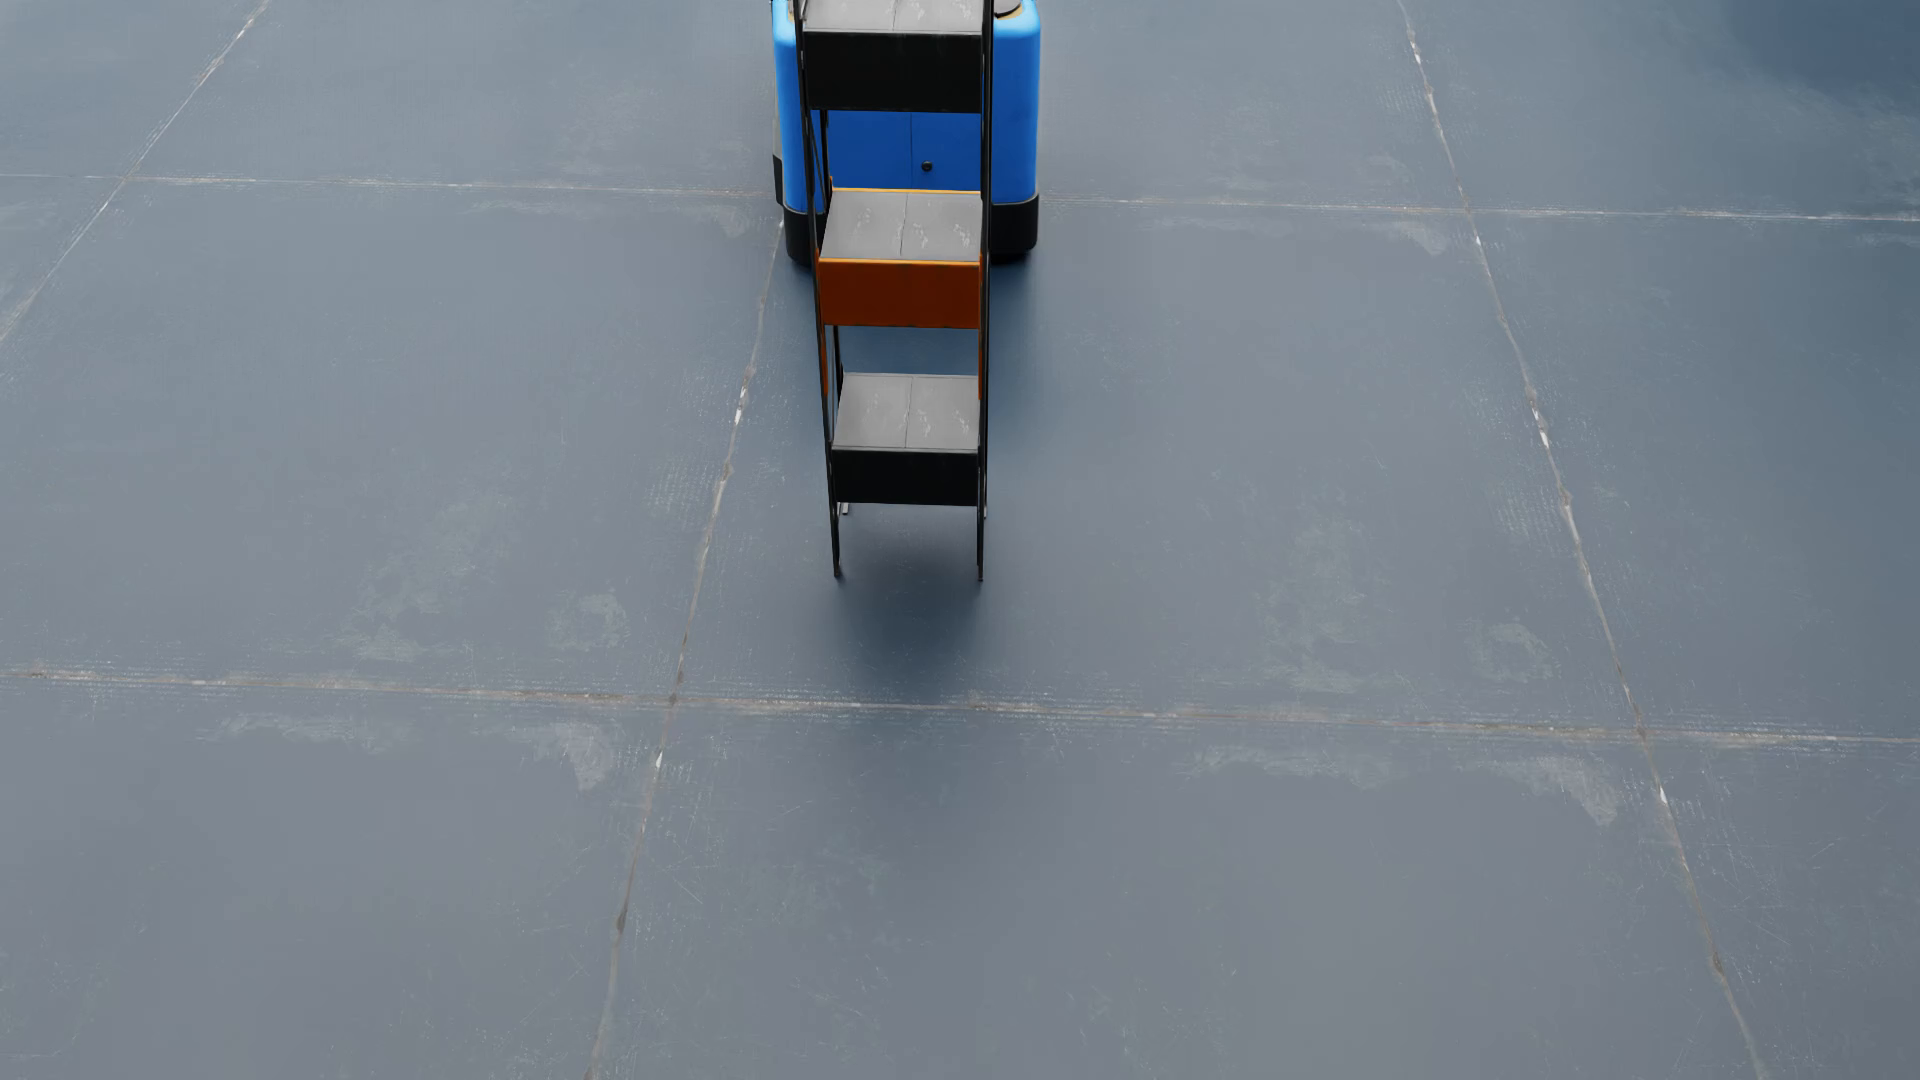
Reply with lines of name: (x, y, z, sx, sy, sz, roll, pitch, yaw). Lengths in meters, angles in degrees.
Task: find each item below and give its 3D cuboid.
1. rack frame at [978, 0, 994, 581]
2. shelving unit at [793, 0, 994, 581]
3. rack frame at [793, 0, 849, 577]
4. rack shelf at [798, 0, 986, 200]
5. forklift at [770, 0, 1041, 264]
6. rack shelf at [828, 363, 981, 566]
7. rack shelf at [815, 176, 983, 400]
rack frame: (0.078, -0.766, 5.032, 0.015, 2.100, 0.400, 2, 43, 2)
shelving unit: (-0.165, -0.773, 5.040, 0.503, 2.100, 0.431, 2, 43, 2)
rack frame: (-0.409, -0.781, 5.048, 0.015, 2.100, 0.400, 2, 43, 2)
rack shelf: (-0.165, -1.276, 4.572, 0.480, 0.518, 0.431, 2, 43, 2)
forklift: (-0.327, -3.212, 7.047, 1.130, 2.935, 3.031, -4, 43, -4)
rack shelf: (-0.165, -0.251, 5.526, 0.480, 0.518, 0.431, 2, 43, 2)
rack shelf: (-0.165, -0.763, 5.049, 0.480, 0.518, 0.431, 2, 43, 2)
